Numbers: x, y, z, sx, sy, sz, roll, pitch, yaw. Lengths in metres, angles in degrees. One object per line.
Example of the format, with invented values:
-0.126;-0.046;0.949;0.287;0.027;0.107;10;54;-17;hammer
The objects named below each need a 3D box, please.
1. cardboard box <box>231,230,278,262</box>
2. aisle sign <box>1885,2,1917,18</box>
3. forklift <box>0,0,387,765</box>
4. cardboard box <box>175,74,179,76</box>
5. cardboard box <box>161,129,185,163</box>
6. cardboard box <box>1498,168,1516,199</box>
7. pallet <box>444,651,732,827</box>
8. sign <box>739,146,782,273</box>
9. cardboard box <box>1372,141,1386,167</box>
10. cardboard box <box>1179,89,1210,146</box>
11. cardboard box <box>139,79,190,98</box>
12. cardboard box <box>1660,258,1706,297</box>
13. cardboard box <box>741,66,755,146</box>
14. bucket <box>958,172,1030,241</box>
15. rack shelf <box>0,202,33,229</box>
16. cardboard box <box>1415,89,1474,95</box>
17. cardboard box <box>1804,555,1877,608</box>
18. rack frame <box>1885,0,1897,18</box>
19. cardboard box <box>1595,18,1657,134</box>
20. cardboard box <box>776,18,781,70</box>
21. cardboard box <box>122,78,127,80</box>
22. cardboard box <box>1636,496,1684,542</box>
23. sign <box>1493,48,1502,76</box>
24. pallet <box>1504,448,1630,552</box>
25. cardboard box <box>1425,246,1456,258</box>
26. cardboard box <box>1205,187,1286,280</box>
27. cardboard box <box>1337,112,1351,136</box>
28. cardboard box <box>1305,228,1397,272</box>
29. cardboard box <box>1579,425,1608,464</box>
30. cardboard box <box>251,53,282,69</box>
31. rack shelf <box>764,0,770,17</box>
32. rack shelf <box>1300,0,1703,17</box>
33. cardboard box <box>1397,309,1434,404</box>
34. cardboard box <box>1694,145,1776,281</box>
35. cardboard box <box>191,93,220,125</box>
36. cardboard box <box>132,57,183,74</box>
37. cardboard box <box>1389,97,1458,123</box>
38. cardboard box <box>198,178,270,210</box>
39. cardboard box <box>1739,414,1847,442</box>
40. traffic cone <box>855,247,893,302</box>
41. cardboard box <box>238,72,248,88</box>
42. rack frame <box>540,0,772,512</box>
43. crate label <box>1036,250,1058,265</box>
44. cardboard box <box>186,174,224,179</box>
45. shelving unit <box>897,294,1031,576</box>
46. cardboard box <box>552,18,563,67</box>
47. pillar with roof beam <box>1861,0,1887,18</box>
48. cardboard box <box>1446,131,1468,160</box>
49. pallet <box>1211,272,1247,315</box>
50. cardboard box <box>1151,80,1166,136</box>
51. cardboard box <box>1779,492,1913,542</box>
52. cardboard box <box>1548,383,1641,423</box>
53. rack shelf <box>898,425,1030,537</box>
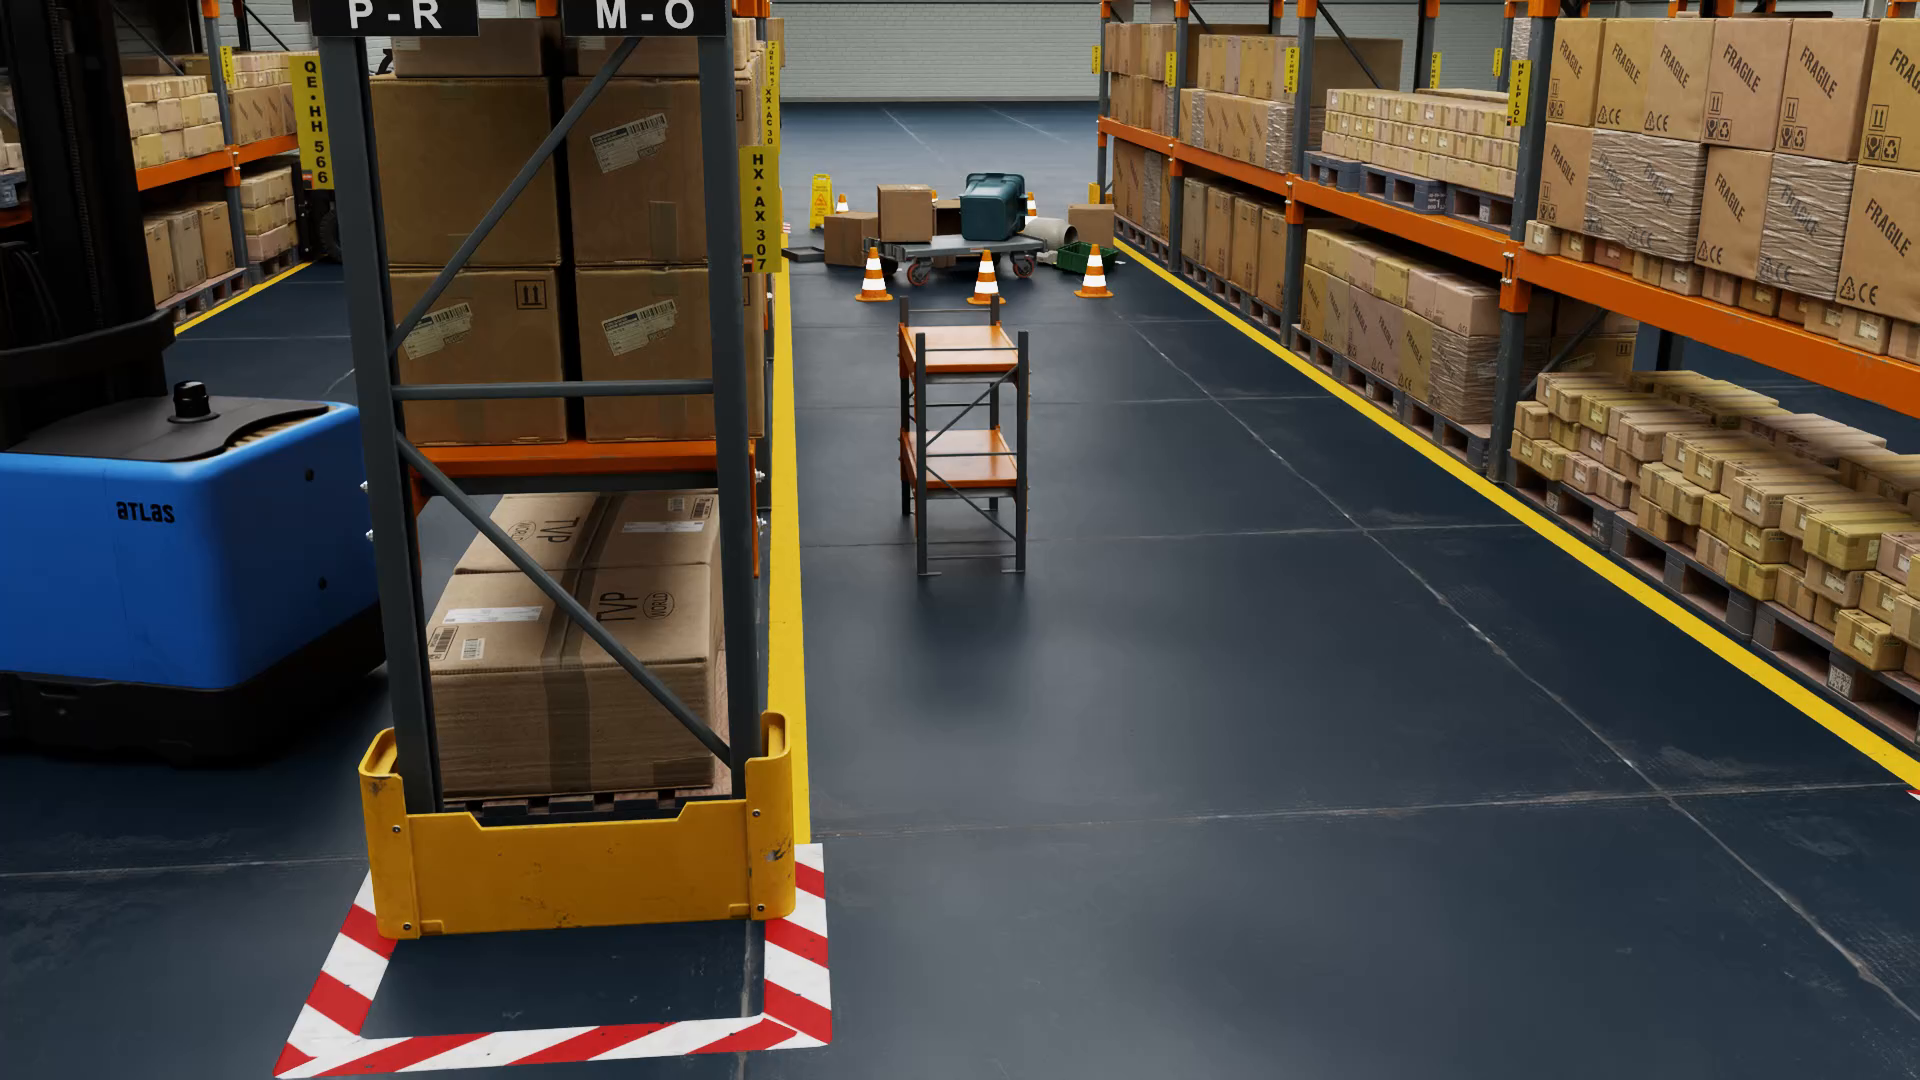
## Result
-6.966;-2.856;16.155;0.500;0.250;0.500;-2;18;-5;cardboard box
11.763;-6.871;20.715;0.394;0.787;0.004;-2;18;-6;aisle sign
-3.786;-0.844;5.972;3.031;2.935;1.130;4;18;12;forklift
-7.595;-4.332;15.716;0.380;0.149;0.250;-2;18;-7;cardboard box
-6.855;-3.301;13.934;0.500;0.250;0.500;-2;18;-5;cardboard box
3.192;-1.960;9.130;0.380;0.149;0.250;-2;18;-7;cardboard box
-1.231;0.702;5.587;1.003;0.211;1.213;-2;18;-6;pallet
-0.519;-0.858;4.326;0.100;0.325;0.005;-2;18;-6;sign
2.977;-2.580;11.105;0.380;0.149;0.250;-1;17;-4;cardboard box
2.391;-4.033;15.849;0.500;0.500;0.500;-2;17;-5;cardboard box
-6.813;-3.850;14.183;0.380;0.149;0.250;-2;18;-7;cardboard box
3.317;-1.162;7.289;0.380;0.149;0.250;-1;17;-3;cardboard box
-0.898;-1.222;5.227;0.500;0.500;0.500;-2;18;-7;cardboard box
0.297;-3.283;16.554;0.726;0.611;0.620;4;28;13;bucket
-6.627;-1.682;9.728;1.077;0.370;4.000;-2;18;-6;rack shelf
3.523;-3.191;12.059;0.380;0.149;0.250;-2;18;-8;cardboard box
3.448;0.139;6.287;0.380;0.149;0.250;-2;18;-8;cardboard box
12.062;-5.618;21.065;1.000;3.000;0.127;-2;18;-6;rack frame
3.302;-2.138;7.646;0.500;0.500;0.500;-2;18;-7;cardboard box
-2.194;-5.075;17.002;0.700;0.500;0.500;-2;18;-7;cardboard box
-7.422;-3.903;14.351;0.380;0.149;0.250;-2;18;-6;cardboard box
3.322;-0.103;7.557;0.380;0.149;0.250;-2;18;-7;cardboard box
6.596;-5.862;20.394;0.100;0.325;0.005;-2;18;-6;sign
3.534;-0.238;8.581;1.003;0.211;1.213;-2;18;-6;pallet
3.448;-1.827;11.207;0.500;0.250;0.500;-1;17;-4;cardboard box
2.854;-2.808;15.168;1.050;0.750;0.750;-2;18;-6;cardboard box
2.897;-2.950;11.788;0.380;0.149;0.250;-1;17;-3;cardboard box
2.847;-2.111;12.115;0.500;0.250;0.500;-3;18;-8;cardboard box
3.325;-0.487;8.283;0.380;0.149;0.250;-2;18;-6;cardboard box
-7.248;-4.947;17.180;0.380;0.149;0.250;-2;17;-5;cardboard box
-2.103;-4.459;13.567;1.077;0.370;4.000;-2;18;-6;rack shelf
3.223;-3.451;10.354;1.077;0.370;4.000;-2;18;-6;rack shelf
3.050;-1.140;10.274;0.500;0.500;0.500;-2;18;-7;cardboard box
3.389;-1.344;6.787;0.500;0.500;0.500;-1;17;-3;cardboard box
-6.941;-3.842;14.821;0.500;0.250;0.500;-2;18;-7;cardboard box
-7.564;-4.474;15.673;0.380;0.149;0.250;-2;18;-7;cardboard box
3.009;-2.788;10.774;0.380;0.149;0.250;-1;17;-4;cardboard box
-6.983;-3.332;16.004;0.500;0.250;0.500;-2;18;-6;cardboard box
3.893;-0.487;7.785;0.380;0.149;0.250;-3;18;-8;cardboard box
-0.788;-2.431;15.148;0.336;0.463;0.334;-2;18;-6;traffic cone
-7.100;-4.427;16.021;0.380;0.149;0.250;-2;18;-6;cardboard box
-1.484;-1.584;8.215;1.000;3.000;0.127;-2;18;-6;rack frame
0.942;-2.934;17.295;0.250;0.136;0.298;16;24;42;crate label
-7.556;-3.470;16.441;0.500;0.250;0.500;-2;18;-6;cardboard box
0.001;-0.535;8.002;0.538;1.125;1.048;-2;18;-6;shelving unit
-1.453;-1.553;5.196;0.380;0.149;0.250;-1;17;-4;cardboard box
16.711;-13.835;37.221;9.100;9.000;0.400;-2;18;-6;pillar with roof beam
3.108;-2.336;9.831;0.380;0.149;0.250;-2;18;-7;cardboard box
2.888;-2.228;14.922;1.003;0.211;1.213;-2;18;-6;pallet
2.475;-4.495;17.236;0.875;0.550;0.550;-2;18;-6;cardboard box
3.450;-0.078;6.483;0.380;0.149;0.250;-2;18;-8;cardboard box
3.228;-0.698;8.458;0.380;0.149;0.250;-1;17;-3;cardboard box
0.001;-0.301;8.075;0.538;0.278;1.000;-2;18;-6;rack shelf
